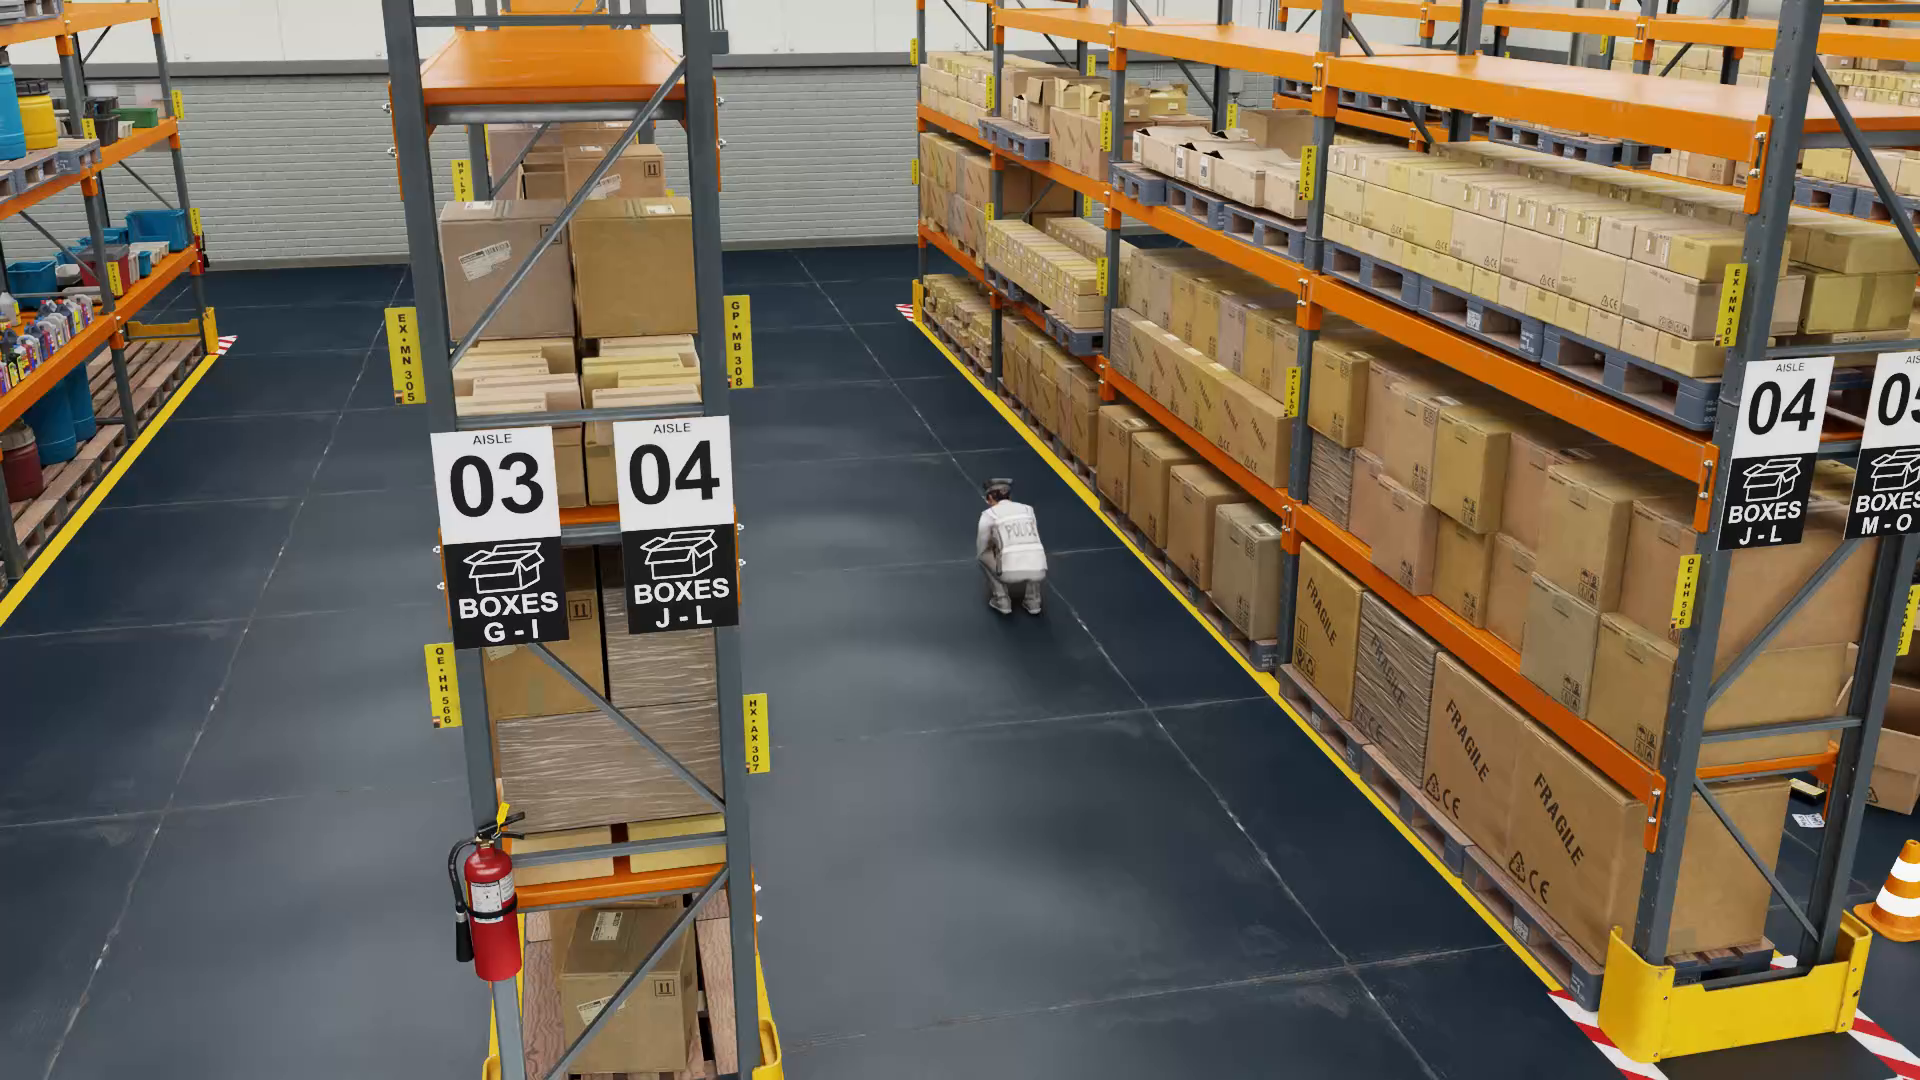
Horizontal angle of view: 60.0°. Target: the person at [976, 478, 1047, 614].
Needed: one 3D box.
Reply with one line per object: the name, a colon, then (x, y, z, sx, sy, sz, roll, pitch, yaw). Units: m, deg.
person: (0.392, 0.037, 12.523, 0.492, 0.967, 0.817, -5, 20, -13)
